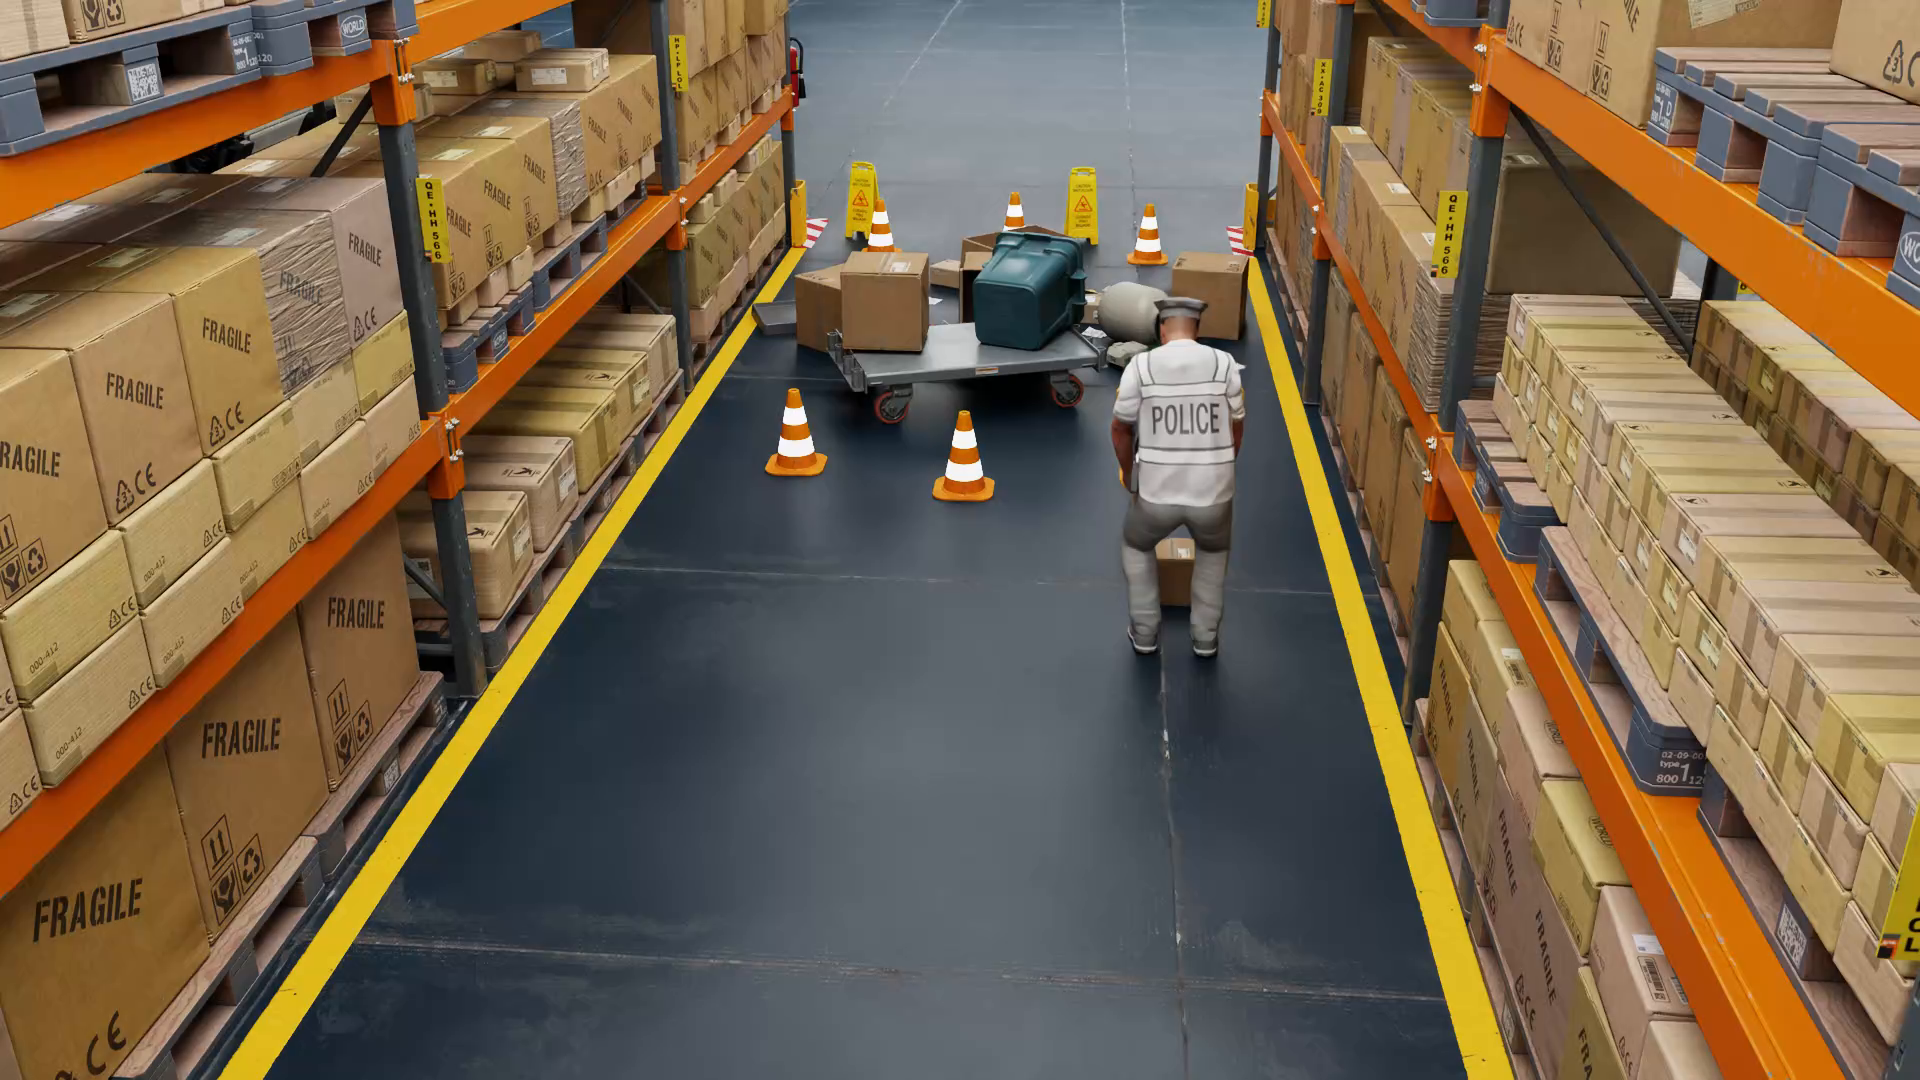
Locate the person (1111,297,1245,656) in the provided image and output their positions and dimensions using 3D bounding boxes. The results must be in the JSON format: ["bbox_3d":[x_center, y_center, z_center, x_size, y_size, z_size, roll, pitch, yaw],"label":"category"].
[{"bbox_3d":[0.953,-0.263,7.385,0.581,1.594,0.658,2,24,5],"label":"person"}]
